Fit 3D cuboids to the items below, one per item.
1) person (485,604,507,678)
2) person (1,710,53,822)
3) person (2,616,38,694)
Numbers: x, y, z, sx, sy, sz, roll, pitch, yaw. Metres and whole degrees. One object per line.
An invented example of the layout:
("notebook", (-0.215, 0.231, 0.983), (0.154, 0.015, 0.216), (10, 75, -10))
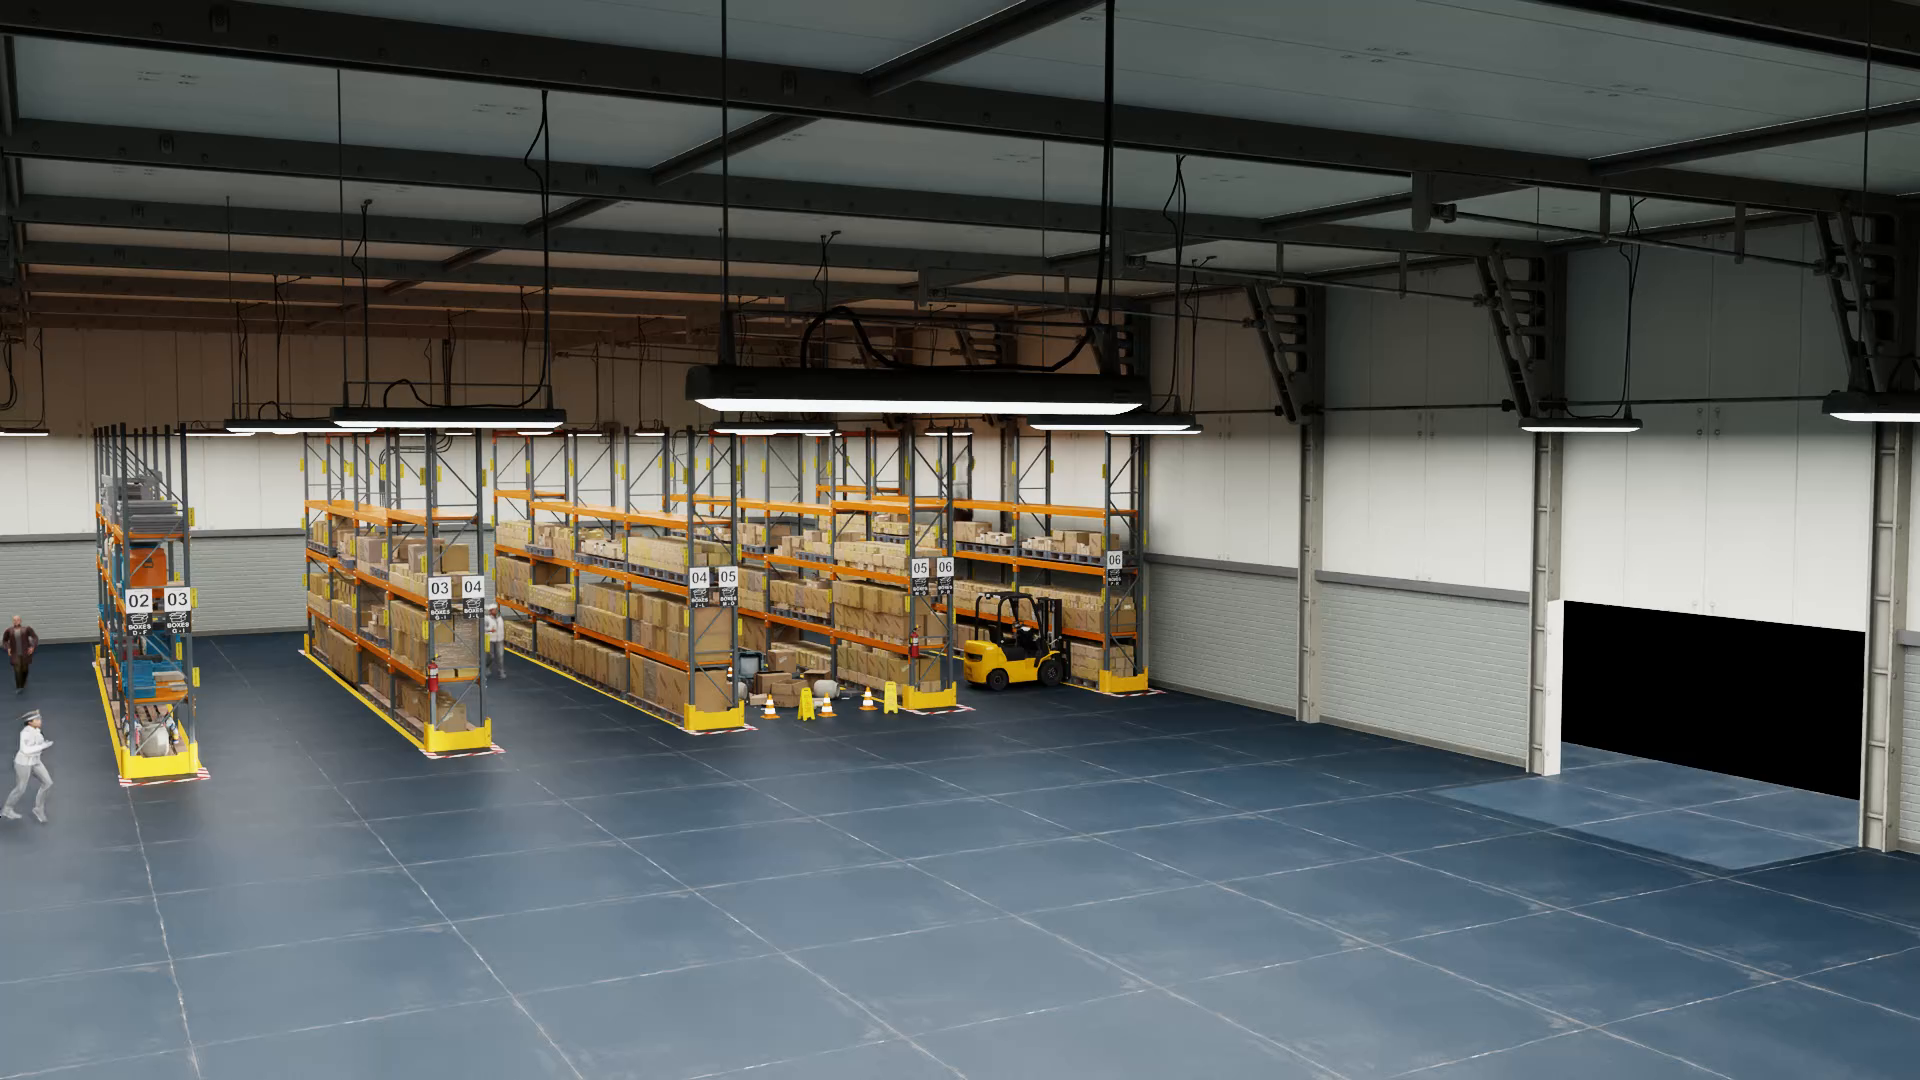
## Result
("person", (-11.142, 2.401, 39.775), (0.662, 1.760, 0.949), (-3, 4, -40))
("person", (-13.921, 3.391, 24.815), (0.801, 1.737, 0.581), (0, 3, 2))
("person", (-21.308, 2.680, 37.713), (0.711, 1.562, 0.718), (-1, 4, -23))
